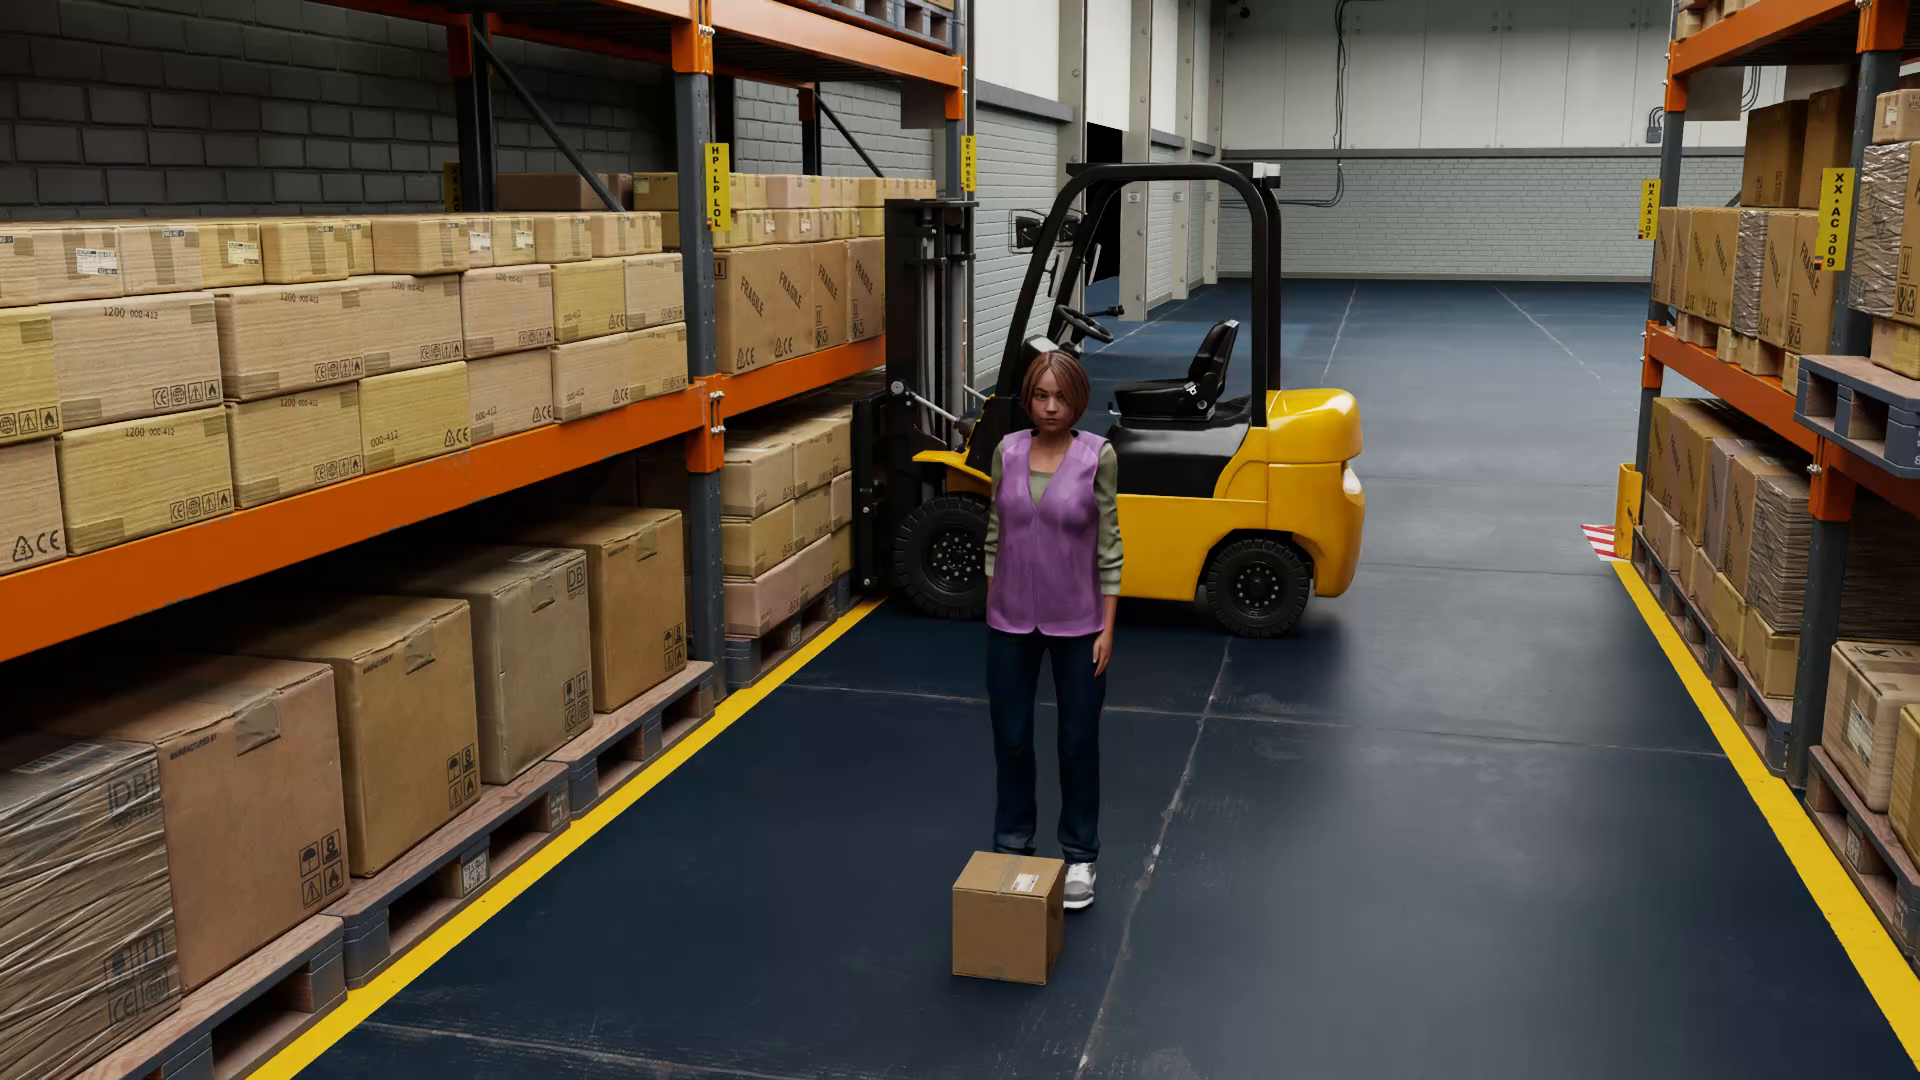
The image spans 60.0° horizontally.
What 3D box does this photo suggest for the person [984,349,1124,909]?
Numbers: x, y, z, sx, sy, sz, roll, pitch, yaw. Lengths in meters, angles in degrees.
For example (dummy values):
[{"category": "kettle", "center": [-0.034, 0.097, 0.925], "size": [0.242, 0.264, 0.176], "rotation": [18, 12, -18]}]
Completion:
[{"category": "person", "center": [0.262, 0.256, 4.745], "size": [0.405, 1.598, 0.304], "rotation": [3, 12, 15]}]
